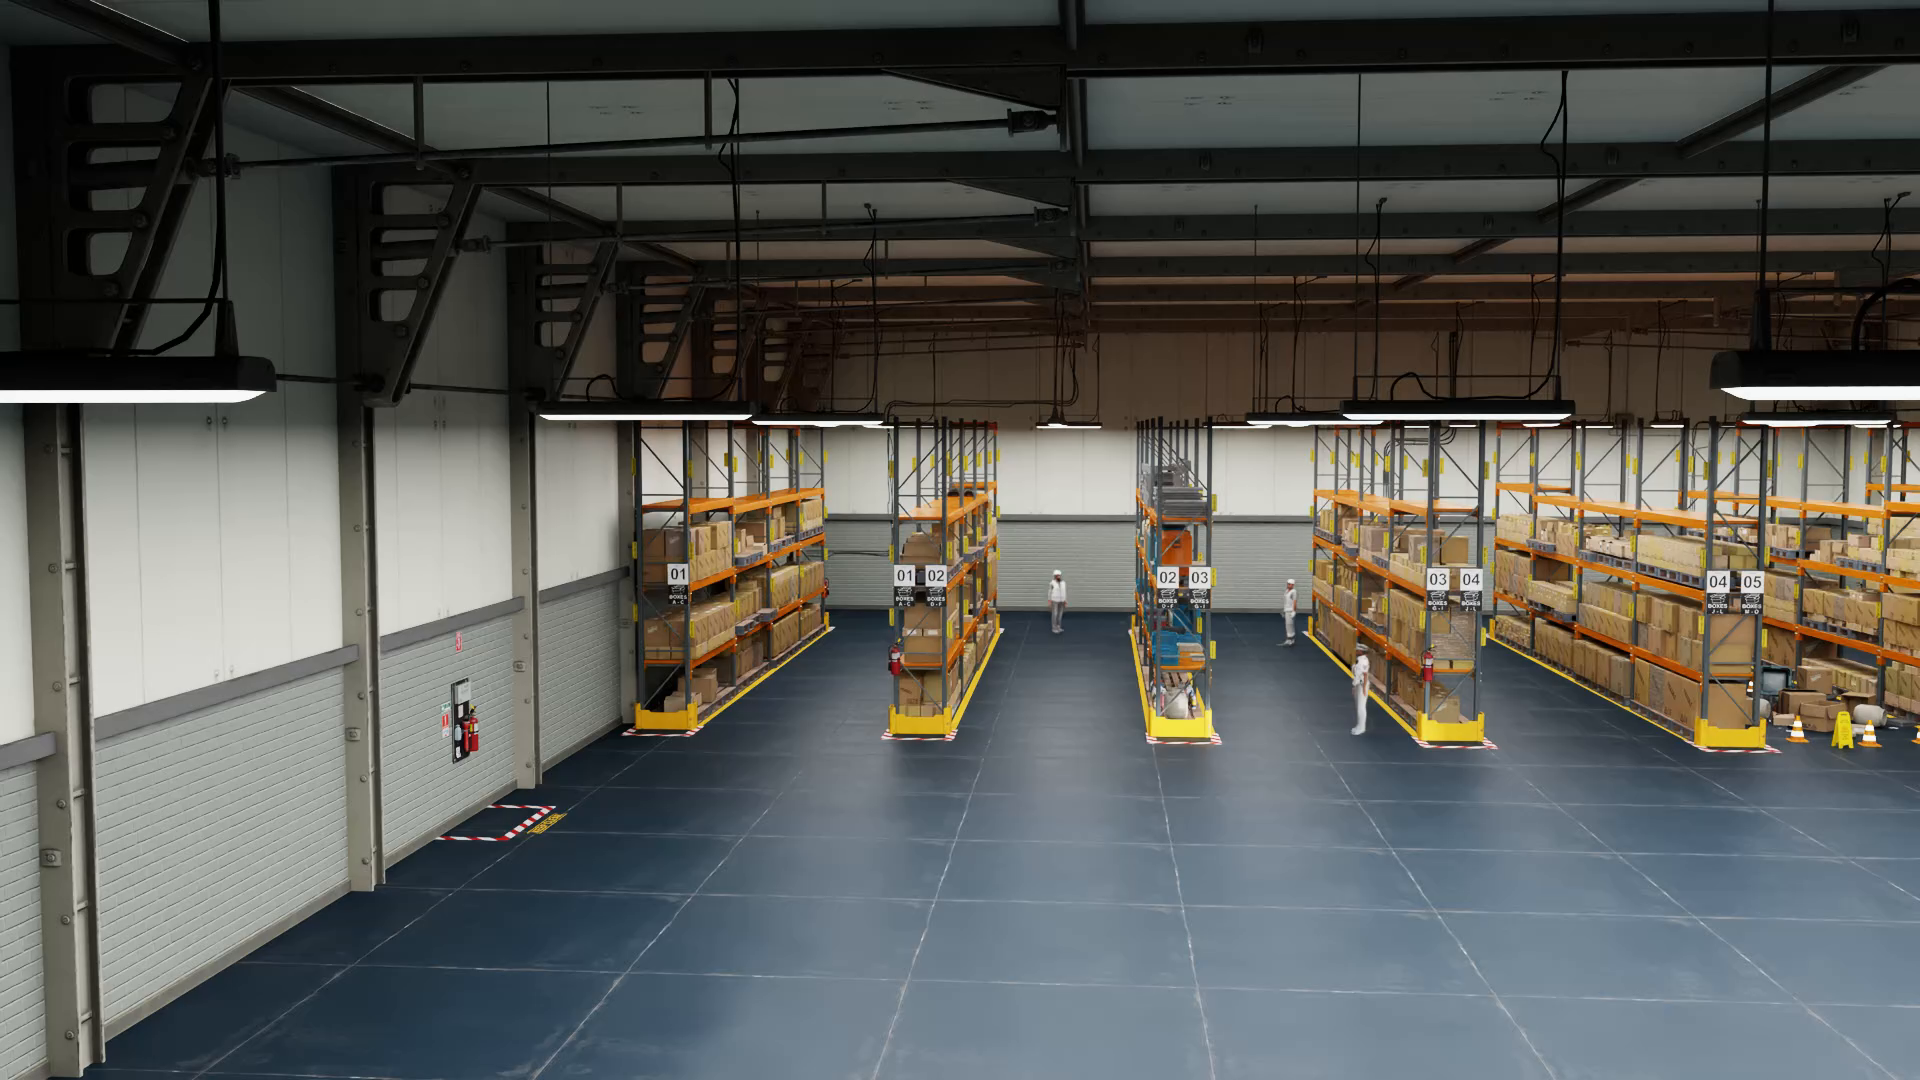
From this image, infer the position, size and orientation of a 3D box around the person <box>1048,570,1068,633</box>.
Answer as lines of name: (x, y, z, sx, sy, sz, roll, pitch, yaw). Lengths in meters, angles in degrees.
person: (2.817, 1.754, 47.455, 0.582, 1.798, 0.555, -2, 4, -23)

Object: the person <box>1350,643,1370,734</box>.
person: (7.599, 2.815, 31.649, 0.412, 1.697, 0.586, 0, 4, 1)

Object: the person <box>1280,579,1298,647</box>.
person: (8.768, 1.931, 44.376, 0.465, 1.791, 0.577, 0, 4, 4)
